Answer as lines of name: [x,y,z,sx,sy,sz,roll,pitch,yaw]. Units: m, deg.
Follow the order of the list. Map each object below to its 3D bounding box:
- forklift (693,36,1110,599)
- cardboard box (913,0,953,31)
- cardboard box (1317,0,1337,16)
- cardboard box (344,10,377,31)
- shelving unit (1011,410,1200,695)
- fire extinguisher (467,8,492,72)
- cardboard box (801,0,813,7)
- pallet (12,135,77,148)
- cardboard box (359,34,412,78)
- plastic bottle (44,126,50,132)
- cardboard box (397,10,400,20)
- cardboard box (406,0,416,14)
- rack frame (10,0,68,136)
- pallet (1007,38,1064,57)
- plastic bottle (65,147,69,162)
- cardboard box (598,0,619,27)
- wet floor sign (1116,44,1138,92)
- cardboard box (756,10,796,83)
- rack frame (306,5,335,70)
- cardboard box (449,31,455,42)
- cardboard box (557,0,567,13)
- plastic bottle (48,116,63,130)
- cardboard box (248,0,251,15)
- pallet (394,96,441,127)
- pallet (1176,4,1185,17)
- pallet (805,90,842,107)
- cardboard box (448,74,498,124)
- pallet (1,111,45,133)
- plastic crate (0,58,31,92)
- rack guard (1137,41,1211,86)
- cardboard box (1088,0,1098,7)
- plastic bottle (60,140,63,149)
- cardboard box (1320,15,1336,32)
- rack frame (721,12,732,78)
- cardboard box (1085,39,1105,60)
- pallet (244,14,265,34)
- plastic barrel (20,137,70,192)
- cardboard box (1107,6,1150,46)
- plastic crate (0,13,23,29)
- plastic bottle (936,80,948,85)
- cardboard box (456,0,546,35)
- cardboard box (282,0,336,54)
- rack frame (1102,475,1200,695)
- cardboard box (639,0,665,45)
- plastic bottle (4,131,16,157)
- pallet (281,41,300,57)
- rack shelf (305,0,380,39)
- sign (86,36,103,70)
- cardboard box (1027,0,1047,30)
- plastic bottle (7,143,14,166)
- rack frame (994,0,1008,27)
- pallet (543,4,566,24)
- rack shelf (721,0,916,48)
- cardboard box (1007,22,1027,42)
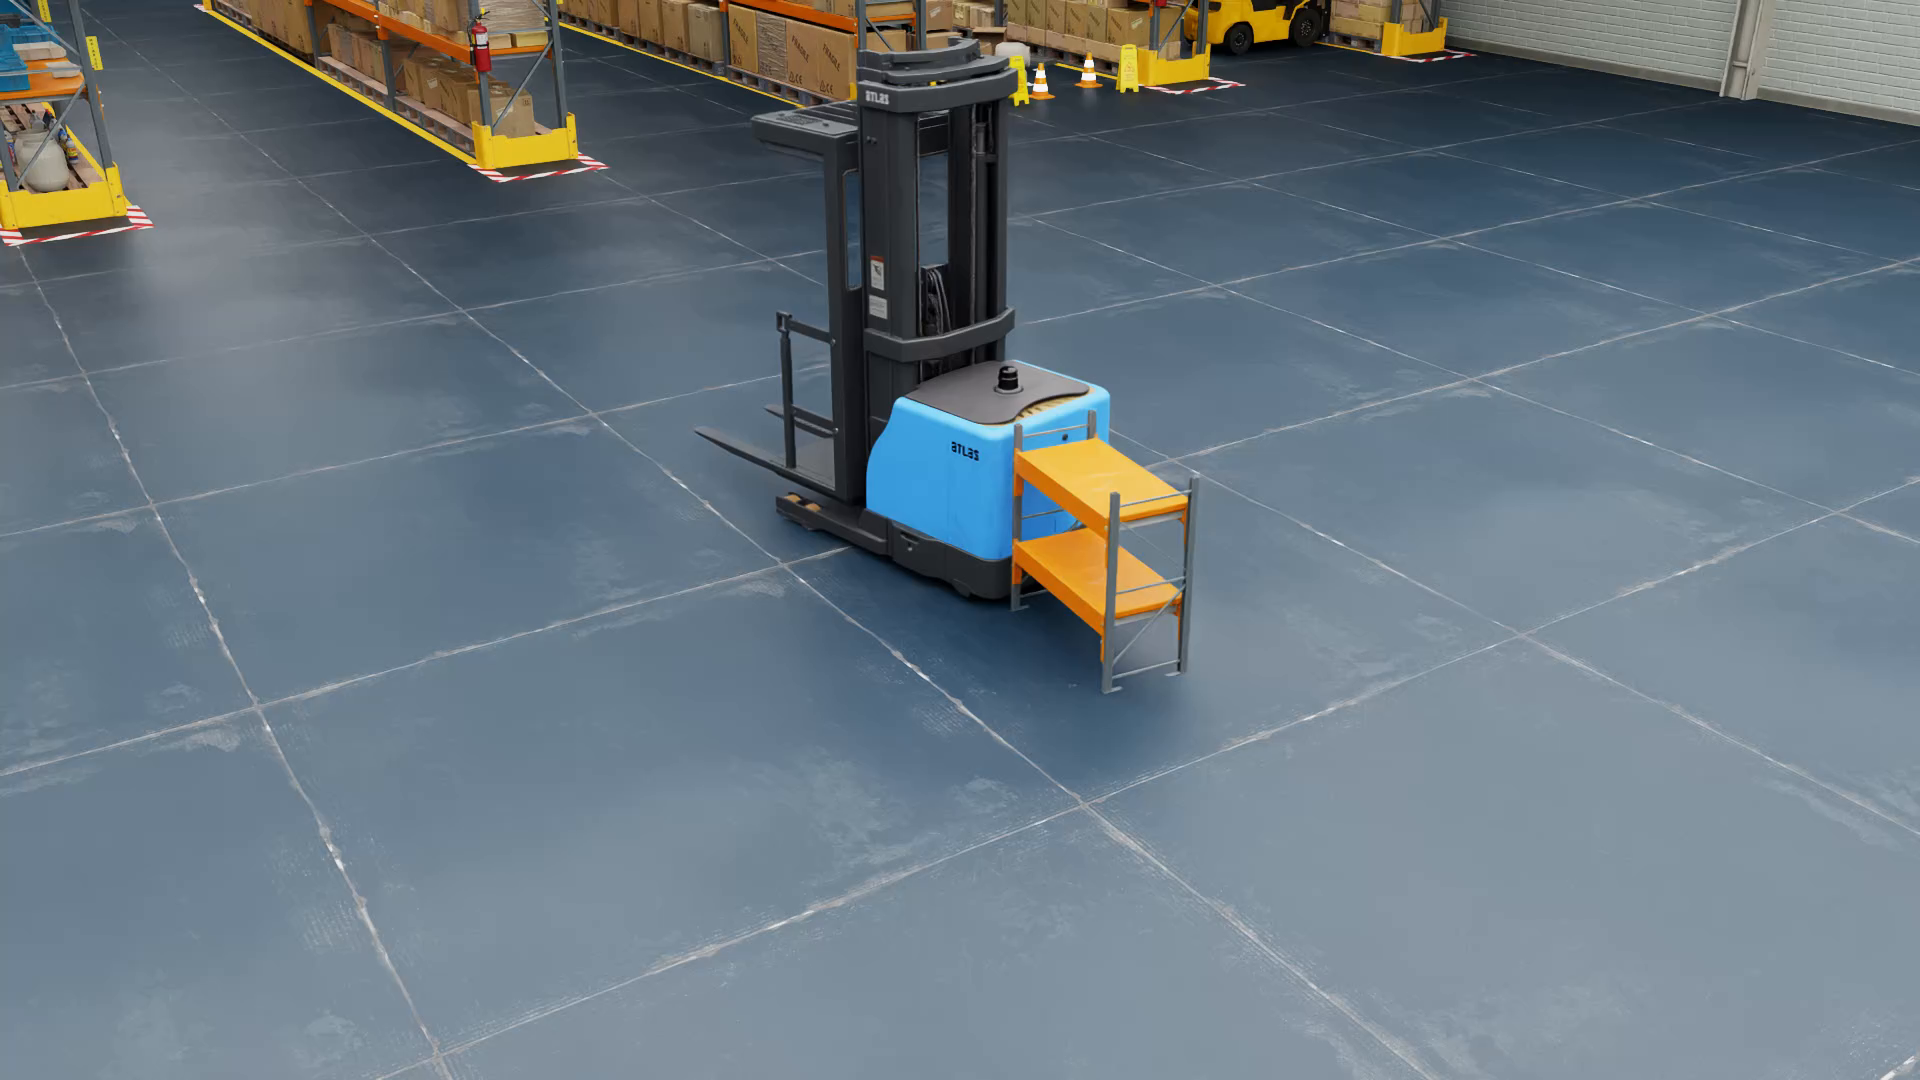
forklift: [-0.515,-1.524,10.045,1.130,2.935,3.031,-23,34,-40]
cardboard box: [-0.459,-8.369,26.507,0.500,0.500,0.500,-16,29,-30]
cardboard box: [6.265,-8.946,27.830,0.500,0.250,0.500,-16,30,-31]
cardboard box: [-8.781,-7.692,24.564,0.500,0.250,0.500,-12,28,-24]
shelving unit: [0.741,0.040,8.848,0.538,1.125,1.048,-12,28,-23]
fire extinguisher: [-5.427,-5.659,18.815,0.296,0.674,0.183,-16,29,-30]
cardboard box: [-1.652,-7.574,22.604,0.875,0.550,0.550,-16,29,-30]
pallet: [-11.105,-4.608,19.765,1.003,0.211,1.213,-16,29,-30]
cardboard box: [-8.154,-6.942,23.854,0.700,0.500,0.500,-18,31,-34]
plastic bottle: [-10.566,-4.658,19.271,0.061,0.283,0.133,-16,29,-30]
cardboard box: [-6.992,-6.750,21.330,0.380,0.149,0.250,-16,29,-30]
cardboard box: [-6.492,-6.935,20.962,0.875,0.500,0.500,-16,29,-30]
rack frame: [-11.437,-6.119,19.699,1.000,3.000,0.127,-16,29,-30]
pallet: [1.413,-8.090,27.140,1.003,0.211,1.213,-16,29,-30]
plastic bottle: [-10.038,-4.380,18.778,0.097,0.201,0.097,0,25,0]
cardboard box: [-5.838,-9.058,28.360,0.500,0.500,0.500,-16,29,-30]
wet floor sign: [2.407,-6.770,23.836,0.267,0.644,0.232,-6,26,-12]
cardboard box: [-2.296,-7.060,23.688,0.875,0.875,0.875,-15,29,-29]
rack frame: [-9.470,-8.704,25.175,1.000,3.000,0.127,-16,29,-30]
cardboard box: [-5.871,-6.043,19.832,0.380,0.149,0.250,-16,29,-30]
cardboard box: [-6.972,-9.799,29.930,0.500,0.500,0.500,-14,29,-27]
plastic bottle: [-10.563,-4.773,19.435,0.144,0.351,0.185,-16,29,-30]
cardboard box: [-11.947,-9.619,29.109,0.875,0.875,0.875,-16,29,-30]
pallet: [-6.891,-5.781,22.248,1.003,0.211,1.213,-16,29,-30]
pallet: [4.738,-9.735,30.623,1.003,0.211,1.213,-16,29,-30]
pallet: [-1.394,-5.969,22.648,1.003,0.211,1.213,-16,29,-30]
cardboard box: [-6.111,-5.564,20.958,0.500,0.500,0.500,-13,28,-25]
pallet: [-11.898,-5.130,20.870,1.003,0.211,1.213,-16,29,-30]
plastic crate: [-9.777,-4.731,16.931,0.499,0.251,0.616,-16,29,-30]
rack guard: [3.158,-7.049,24.596,1.175,0.500,0.348,-16,29,-30]
cardboard box: [2.153,-8.163,25.119,0.380,0.149,0.250,-15,29,-29]
plastic bottle: [-10.277,-4.537,19.110,0.097,0.201,0.097,0,25,0]
cardboard box: [6.306,-8.712,27.921,0.500,0.250,0.500,-15,29,-29]
rack frame: [-3.076,-8.393,24.516,1.000,3.000,0.127,-16,29,-30]
cardboard box: [2.257,-7.512,25.379,0.500,0.250,0.500,-15,29,-29]
pallet: [-12.004,-9.164,29.415,1.003,0.211,1.213,-16,29,-30]
plastic barrel: [-9.676,-3.971,17.570,0.421,0.512,0.421,0,25,0]
cardboard box: [2.544,-7.664,24.821,0.500,0.500,0.500,-15,29,-29]
plastic crate: [-11.257,-5.874,19.253,0.767,0.338,0.504,-16,29,-30]
plastic bottle: [-0.334,-6.724,24.421,0.283,0.061,0.133,18,31,33]
cardboard box: [-5.380,-6.226,19.459,0.875,0.500,0.500,-16,29,-30]
cardboard box: [-9.830,-8.185,26.072,1.225,0.875,0.875,-17,30,-32]
rack frame: [0.963,0.235,8.434,0.500,1.125,0.032,-12,28,-23]
cardboard box: [-4.522,-8.446,26.771,1.050,0.750,0.750,-15,29,-29]
plastic bottle: [-10.898,-4.525,18.997,0.152,0.276,0.135,-16,29,-30]
pallet: [-10.500,-8.179,27.328,1.003,0.211,1.213,-16,29,-30]
rack shelf: [-8.379,-7.664,23.813,1.077,0.370,4.000,-16,29,-30]
sign: [-8.790,-4.940,16.877,0.100,0.325,0.005,-16,29,-30]
cardboard box: [1.414,-8.406,26.393,0.500,0.500,0.500,-14,29,-28]
plastic bottle: [-10.649,-4.335,18.587,0.061,0.283,0.133,-16,29,-30]
rack frame: [1.016,-9.583,27.036,1.000,3.000,0.127,-16,29,-30]
pallet: [-7.017,-9.716,30.583,1.003,0.211,1.213,-16,29,-30]
rack shelf: [-1.984,-7.353,23.154,1.077,0.370,4.000,-16,29,-30]
cardboard box: [1.112,-8.256,26.953,0.500,0.250,0.500,-17,30,-32]
